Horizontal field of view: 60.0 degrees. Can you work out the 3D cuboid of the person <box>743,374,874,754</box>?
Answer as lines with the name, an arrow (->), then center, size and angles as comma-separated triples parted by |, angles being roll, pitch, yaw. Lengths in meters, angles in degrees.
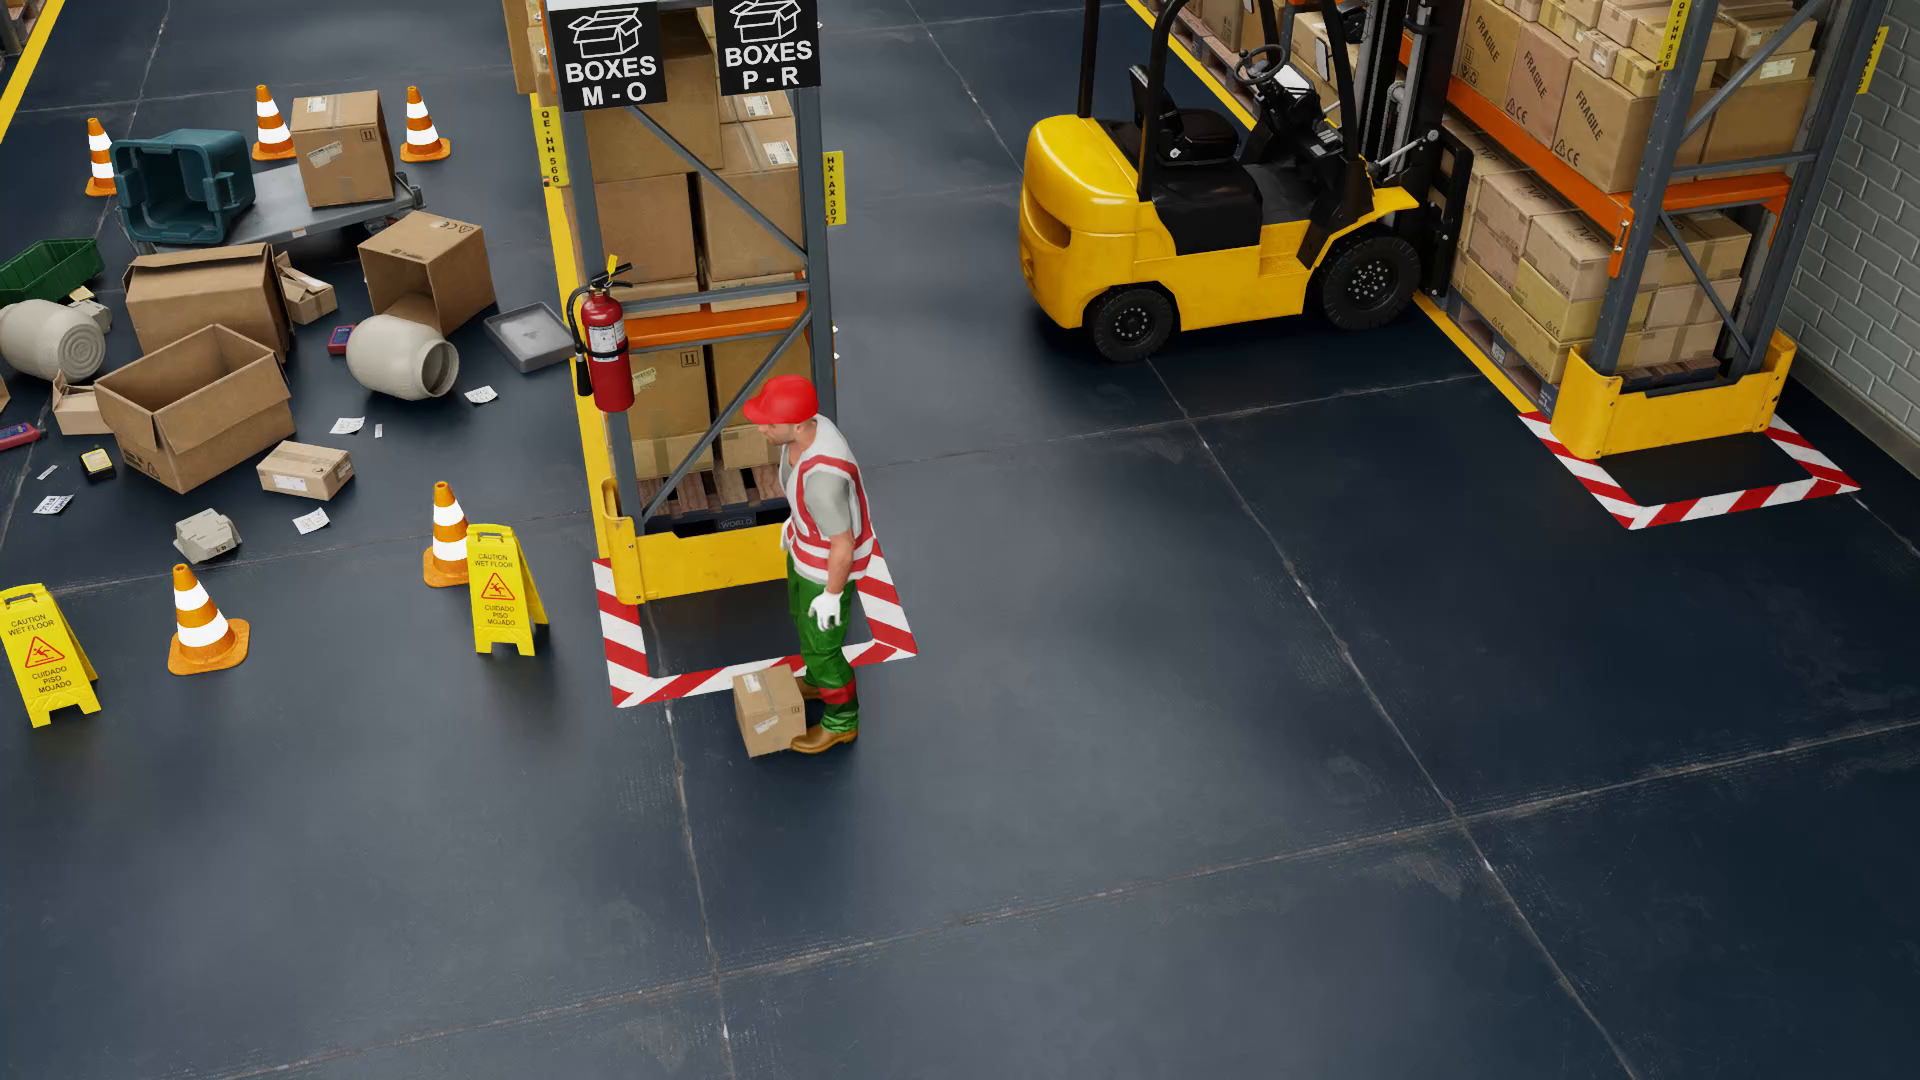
person -> -0.584, 0.084, 6.596 | 0.453, 1.777, 0.609 | -11, 39, -14
